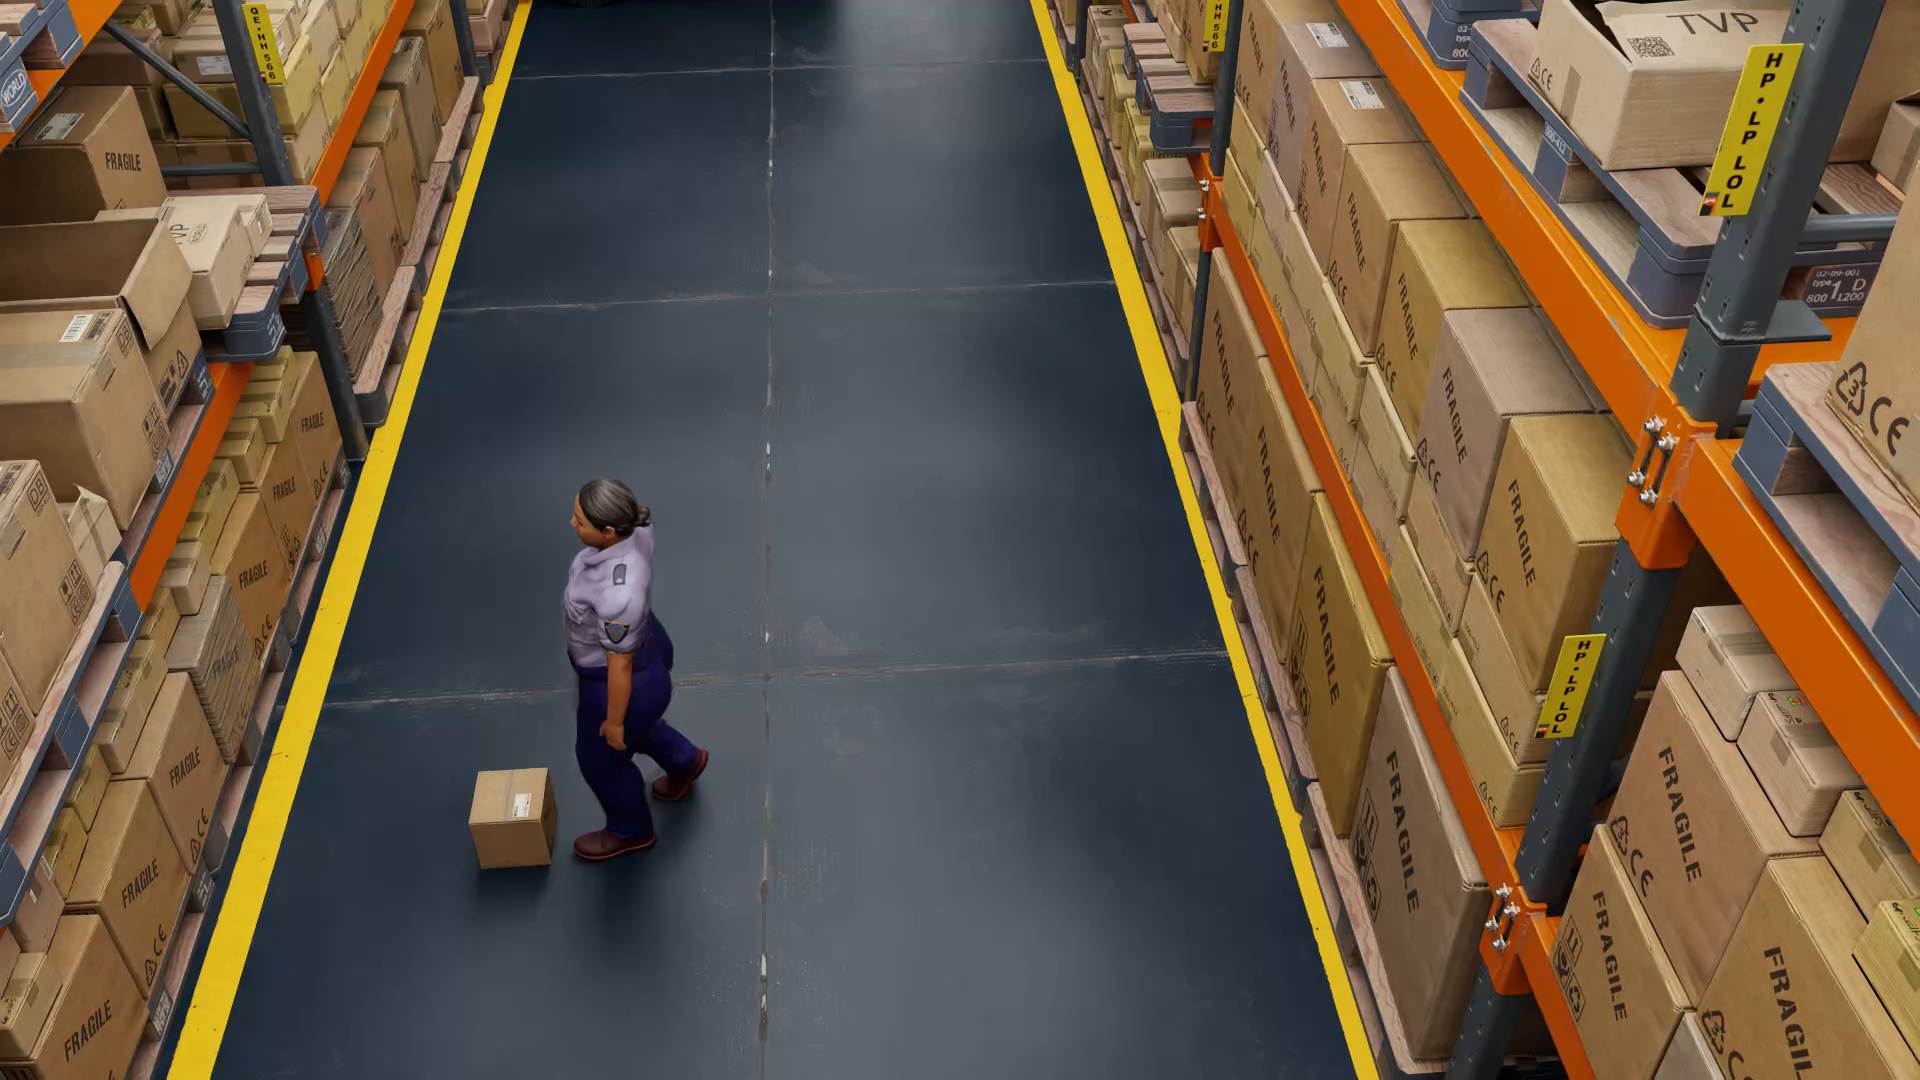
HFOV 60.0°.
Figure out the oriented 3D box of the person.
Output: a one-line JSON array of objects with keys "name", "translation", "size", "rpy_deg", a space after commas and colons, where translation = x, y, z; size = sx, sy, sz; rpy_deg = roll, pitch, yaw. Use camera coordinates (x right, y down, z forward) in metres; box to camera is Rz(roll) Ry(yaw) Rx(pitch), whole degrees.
[{"name": "person", "translation": [-1.169, 0.447, 5.635], "size": [0.498, 1.635, 0.515], "rpy_deg": [-3, 39, -4]}]
